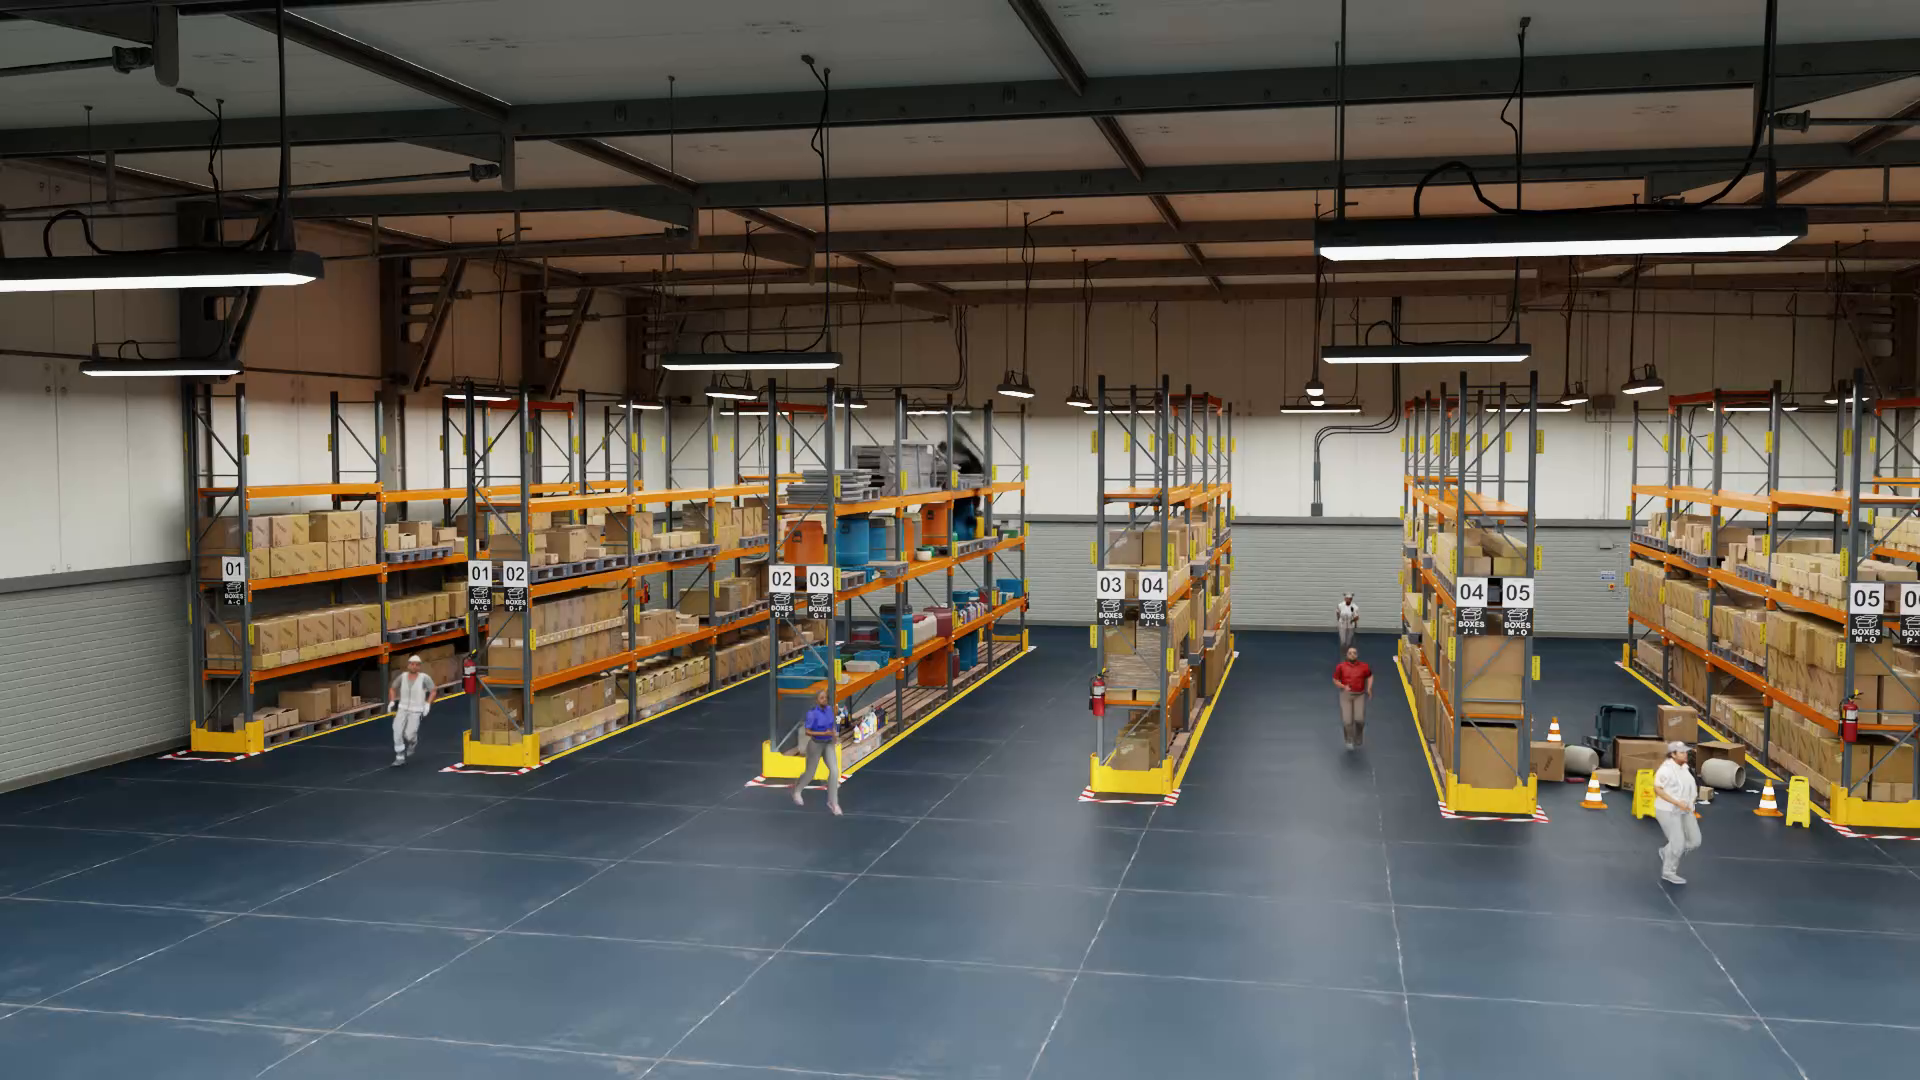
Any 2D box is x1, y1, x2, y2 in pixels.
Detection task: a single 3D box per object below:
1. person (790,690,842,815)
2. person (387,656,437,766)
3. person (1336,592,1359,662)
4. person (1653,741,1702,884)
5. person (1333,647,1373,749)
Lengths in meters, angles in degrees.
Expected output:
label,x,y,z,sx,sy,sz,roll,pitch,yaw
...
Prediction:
label,x,y,z,sx,sy,sz,roll,pitch,yaw
person,-1.935,2.878,22.760,0.587,1.697,0.900,-3,4,-39
person,-8.573,2.660,25.981,0.708,1.719,0.558,0,3,0
person,8.796,2.027,37.732,0.486,1.732,0.831,0,3,8
person,8.171,3.101,19.007,0.611,1.631,0.545,-2,4,-32
person,6.430,2.599,27.207,0.652,1.687,0.602,1,3,13
